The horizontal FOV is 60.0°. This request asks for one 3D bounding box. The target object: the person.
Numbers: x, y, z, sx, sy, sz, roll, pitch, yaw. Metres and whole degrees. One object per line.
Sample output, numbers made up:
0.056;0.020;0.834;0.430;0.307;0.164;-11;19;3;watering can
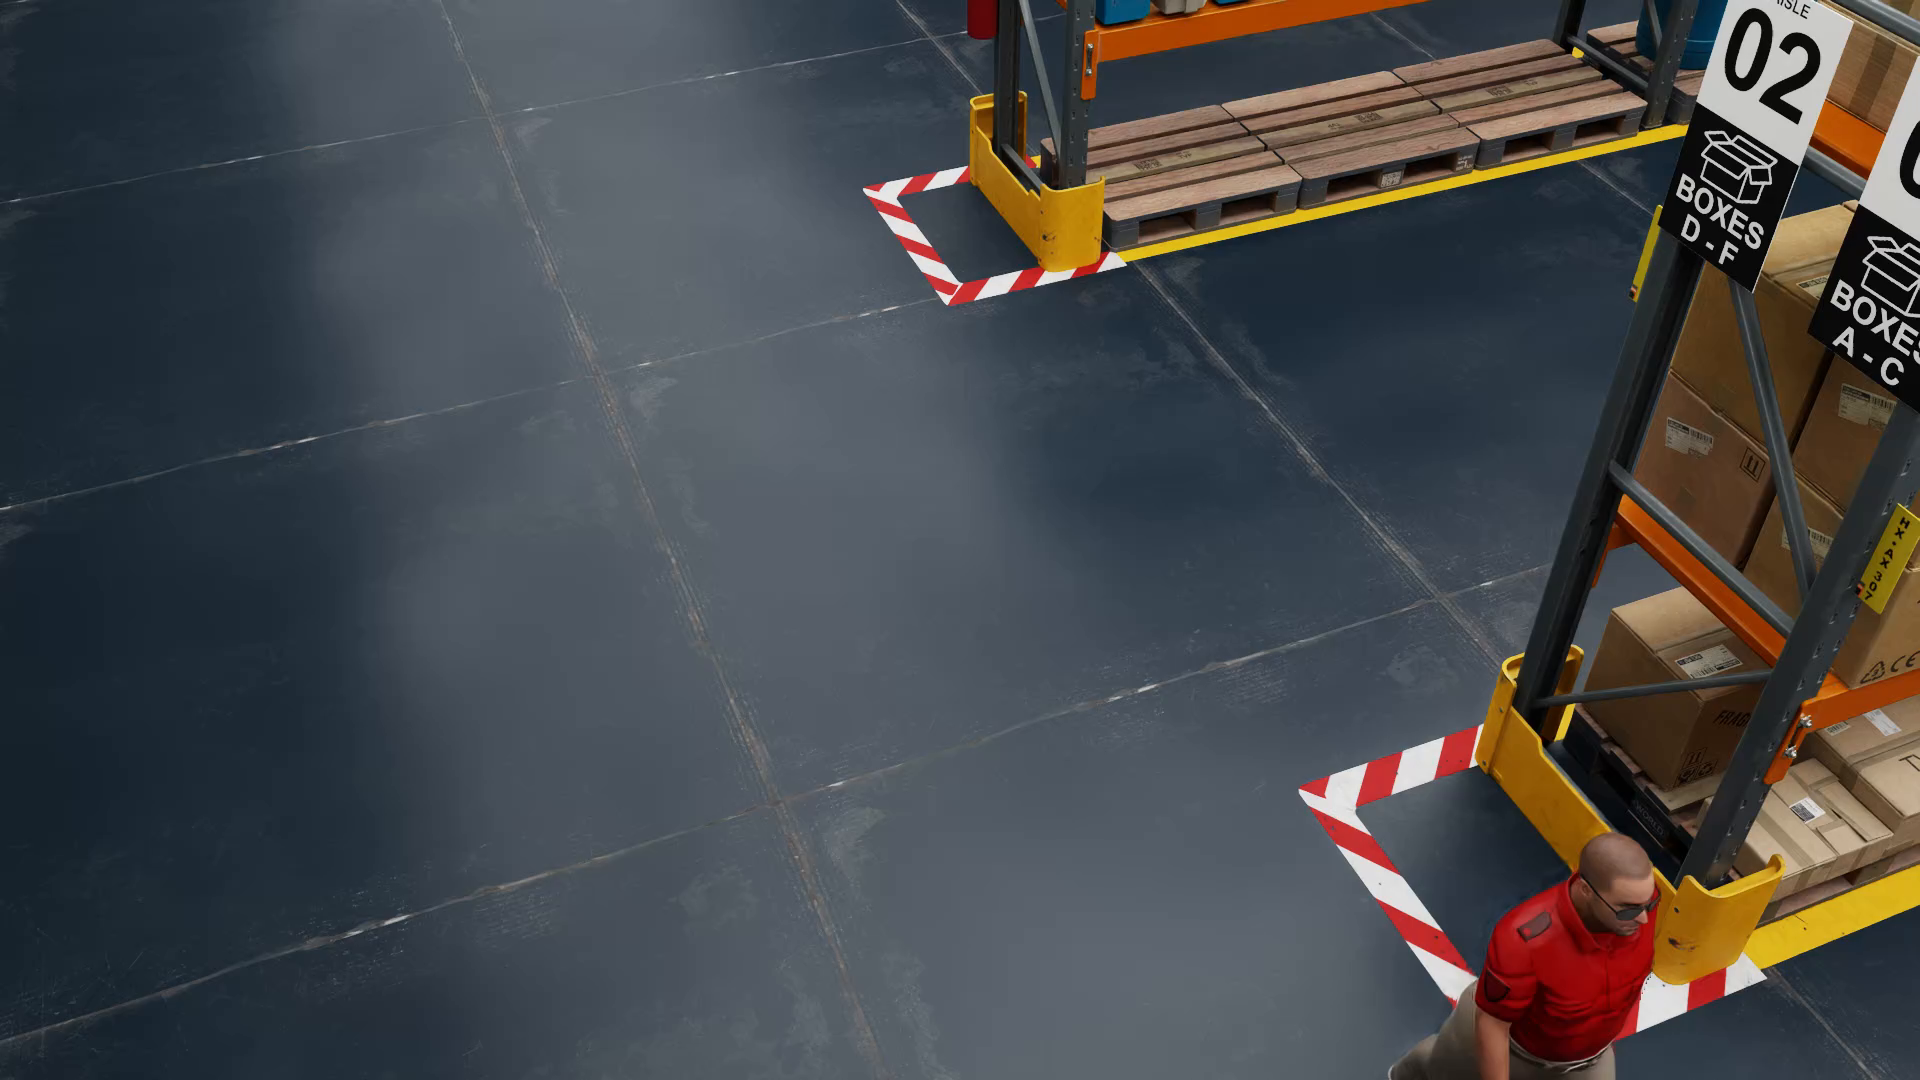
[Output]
1.599;1.327;4.588;0.578;1.602;0.786;-13;43;-15;person
